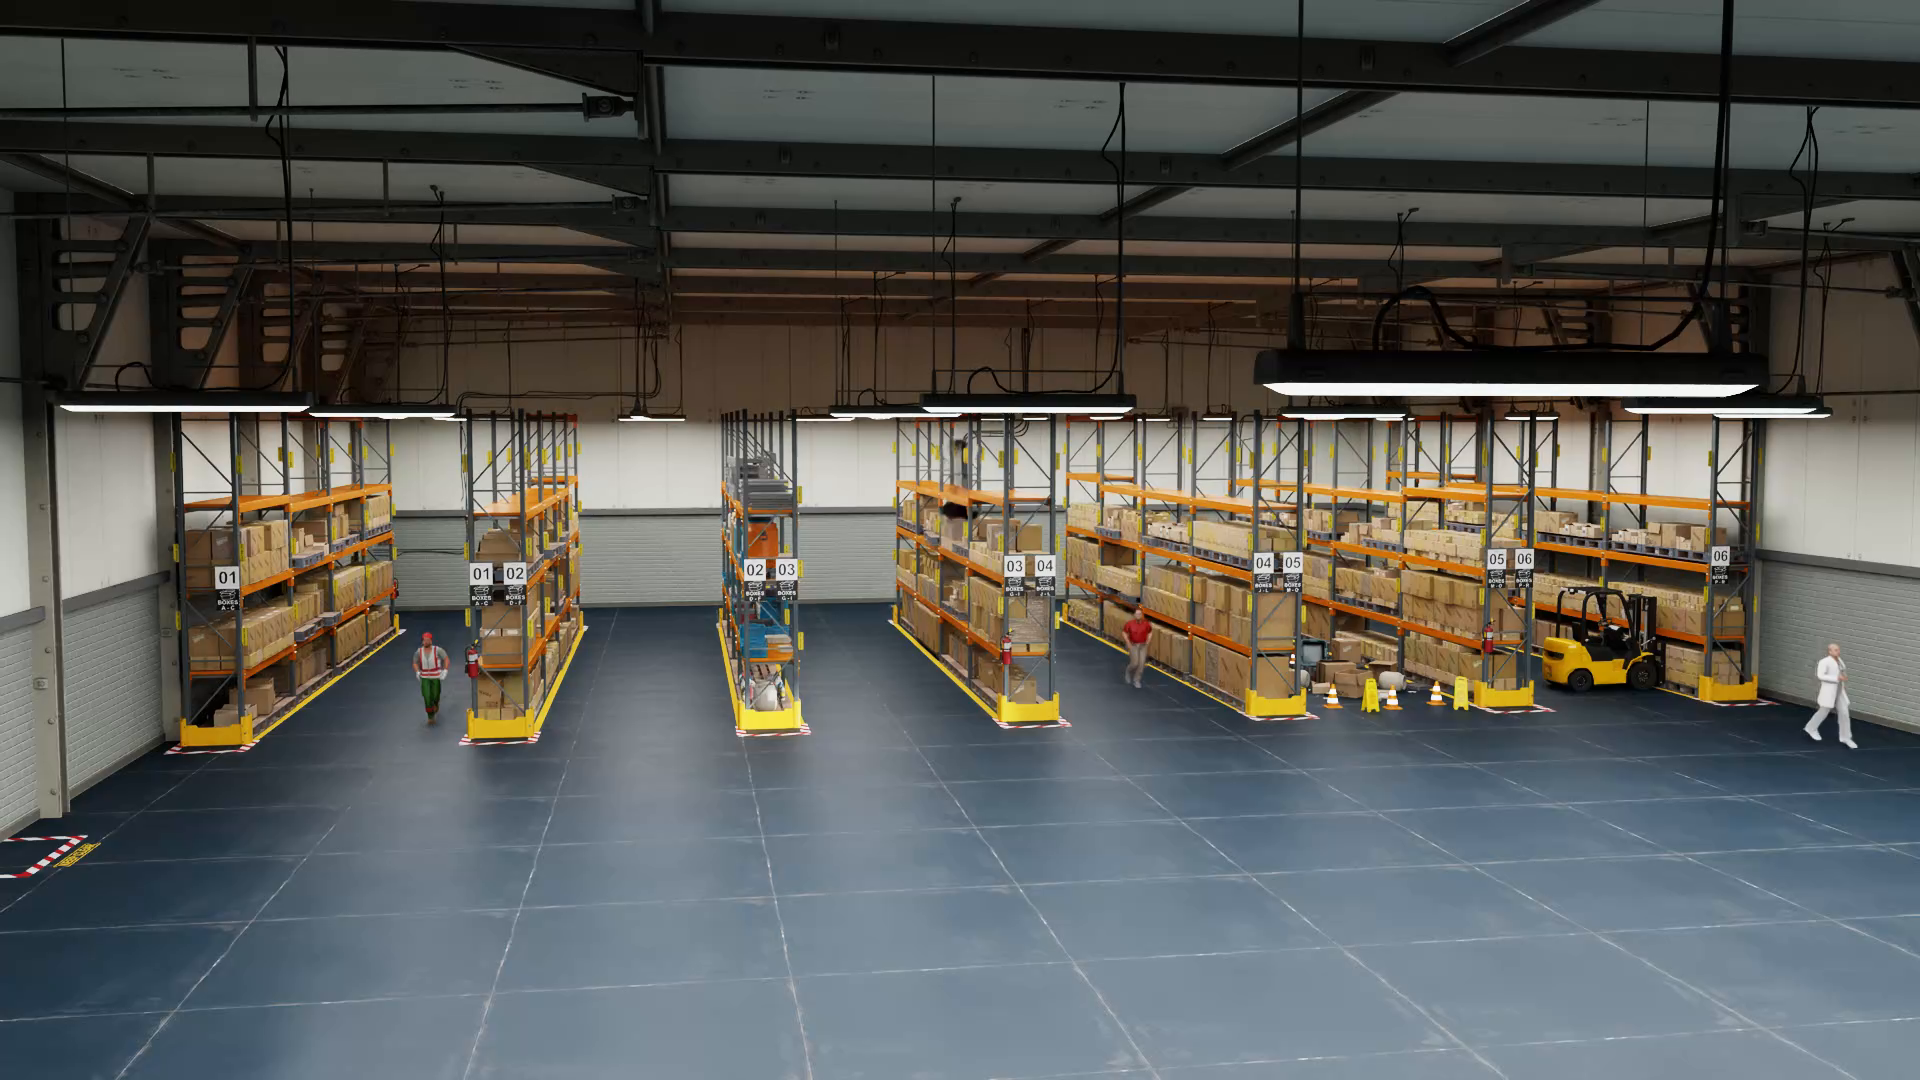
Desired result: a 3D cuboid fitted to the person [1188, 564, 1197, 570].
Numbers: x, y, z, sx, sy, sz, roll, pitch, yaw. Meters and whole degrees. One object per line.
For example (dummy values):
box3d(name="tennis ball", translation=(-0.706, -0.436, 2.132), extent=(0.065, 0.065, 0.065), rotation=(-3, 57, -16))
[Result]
box3d(name="person", translation=(7.013, 1.378, 50.585), extent=(0.548, 1.659, 0.613), rotation=(-1, 4, -19))

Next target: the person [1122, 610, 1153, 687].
box3d(name="person", translation=(3.889, 2.363, 36.215), extent=(0.649, 1.688, 0.629), rotation=(-1, 4, -9))

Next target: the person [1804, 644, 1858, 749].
box3d(name="person", translation=(15.524, 2.741, 29.619), extent=(0.713, 1.804, 1.014), rotation=(-1, 4, -18))

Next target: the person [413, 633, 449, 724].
box3d(name="person", translation=(-10.125, 2.635, 31.821), extent=(0.668, 1.749, 0.678), rotation=(0, 4, -7))
